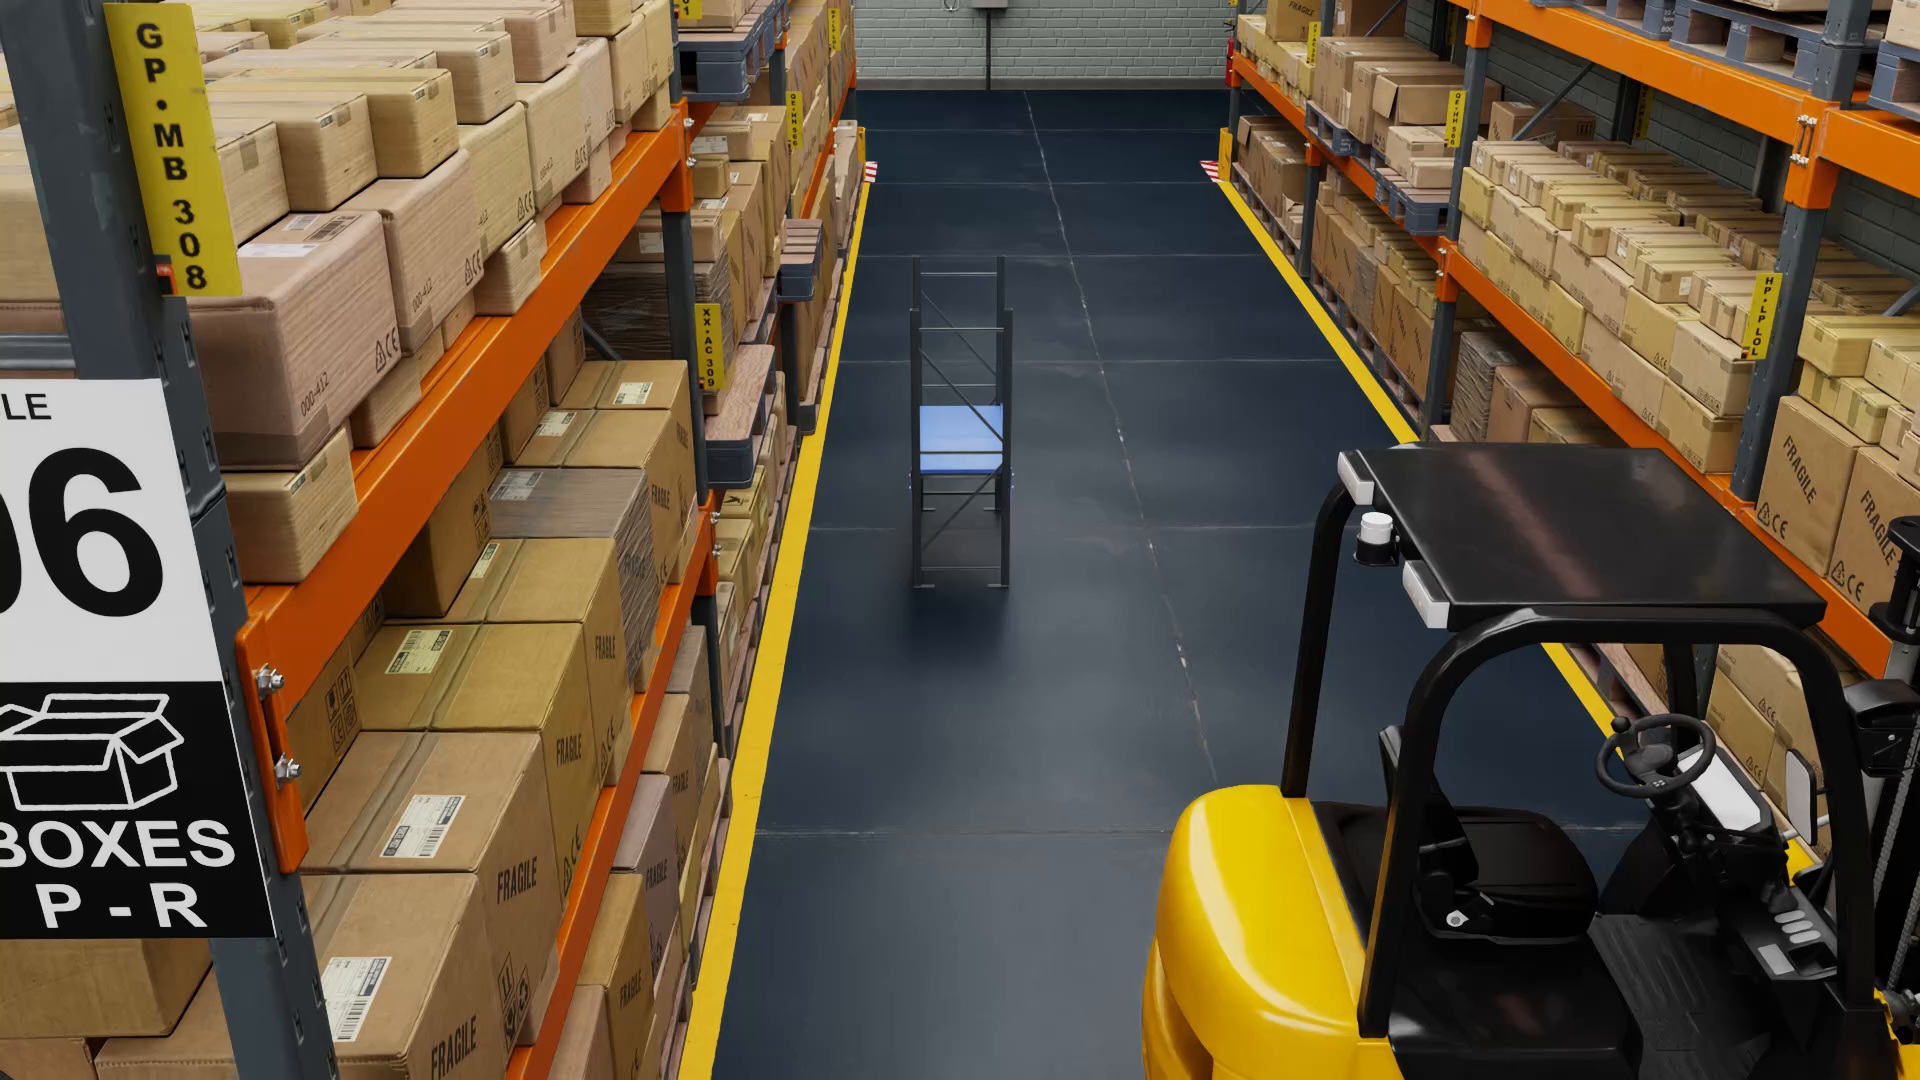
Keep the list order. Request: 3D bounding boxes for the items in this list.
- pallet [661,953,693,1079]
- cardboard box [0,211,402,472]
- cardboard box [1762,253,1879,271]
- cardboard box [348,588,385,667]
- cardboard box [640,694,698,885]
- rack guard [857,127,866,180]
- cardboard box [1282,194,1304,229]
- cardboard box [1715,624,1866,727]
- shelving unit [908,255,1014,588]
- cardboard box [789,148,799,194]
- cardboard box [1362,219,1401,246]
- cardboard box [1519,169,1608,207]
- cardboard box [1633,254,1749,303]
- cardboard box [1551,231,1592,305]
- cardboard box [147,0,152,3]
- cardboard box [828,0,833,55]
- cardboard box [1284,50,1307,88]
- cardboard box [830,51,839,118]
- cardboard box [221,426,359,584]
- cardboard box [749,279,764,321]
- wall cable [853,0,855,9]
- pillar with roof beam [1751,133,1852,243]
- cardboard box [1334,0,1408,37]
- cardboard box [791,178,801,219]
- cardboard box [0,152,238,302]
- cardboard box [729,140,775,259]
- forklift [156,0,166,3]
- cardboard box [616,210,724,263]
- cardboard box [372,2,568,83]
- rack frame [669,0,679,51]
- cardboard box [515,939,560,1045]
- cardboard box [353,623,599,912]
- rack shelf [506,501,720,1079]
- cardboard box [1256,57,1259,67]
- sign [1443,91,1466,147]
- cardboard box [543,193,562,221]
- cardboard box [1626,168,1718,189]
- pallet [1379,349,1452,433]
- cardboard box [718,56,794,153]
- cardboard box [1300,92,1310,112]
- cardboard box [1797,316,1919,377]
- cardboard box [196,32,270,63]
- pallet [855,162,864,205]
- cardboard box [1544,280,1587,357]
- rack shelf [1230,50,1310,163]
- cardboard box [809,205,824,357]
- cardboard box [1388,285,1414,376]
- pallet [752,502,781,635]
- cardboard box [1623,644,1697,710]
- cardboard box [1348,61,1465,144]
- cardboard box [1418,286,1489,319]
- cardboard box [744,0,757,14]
[{"bbox_3d":[-1.410,1.738,5.150,1.003,0.211,1.213,0,24,-1],"label":"pallet"},{"bbox_3d":[-1.165,-0.307,2.469,0.500,0.250,0.500,-1,24,-2],"label":"cardboard box"},{"bbox_3d":[3.729,-1.142,7.227,0.380,0.149,0.250,0,24,-1],"label":"cardboard box"},{"bbox_3d":[-1.756,0.071,3.757,0.700,0.500,0.500,-1,24,-1],"label":"cardboard box"},{"bbox_3d":[-1.187,0.859,5.627,0.500,0.500,0.500,0,24,0],"label":"cardboard box"},{"bbox_3d":[-1.600,-4.128,17.772,1.175,0.500,0.348,0,24,-1],"label":"rack guard"},{"bbox_3d":[3.103,-2.954,14.950,0.396,0.266,0.258,1,24,1],"label":"cardboard box"},{"bbox_3d":[3.186,0.470,6.184,0.500,0.250,0.500,-1,24,-1],"label":"cardboard box"},{"bbox_3d":[0.001,-0.648,8.863,0.538,1.500,1.048,0,24,-1],"label":"shelving unit"},{"bbox_3d":[-1.271,-2.330,10.338,0.500,0.250,0.500,0,24,-1],"label":"cardboard box"},{"bbox_3d":[3.222,-2.294,12.419,0.380,0.149,0.250,1,24,1],"label":"cardboard box"},{"bbox_3d":[3.208,-1.870,8.836,0.380,0.149,0.250,0,24,0],"label":"cardboard box"},{"bbox_3d":[3.162,-1.133,7.206,0.380,0.149,0.250,-1,24,-2],"label":"cardboard box"},{"bbox_3d":[3.234,-1.328,8.121,0.500,0.250,0.500,0,24,0],"label":"cardboard box"},{"bbox_3d":[-6.266,-4.369,13.574,0.500,0.500,0.500,0,24,1],"label":"cardboard box"},{"bbox_3d":[-1.320,-4.308,13.800,0.500,0.500,0.500,0,24,0],"label":"cardboard box"},{"bbox_3d":[3.137,-4.115,14.530,0.500,0.250,0.500,0,24,0],"label":"cardboard box"},{"bbox_3d":[-1.300,-3.849,14.000,0.500,0.500,0.500,1,24,1],"label":"cardboard box"},{"bbox_3d":[-1.105,-0.055,2.396,0.380,0.149,0.250,0,24,-1],"label":"cardboard box"},{"bbox_3d":[-1.146,-1.156,7.961,0.380,0.149,0.250,1,24,1],"label":"cardboard box"},{"bbox_3d":[-1.685,-8.058,22.156,0.585,1.953,0.123,0,24,-1],"label":"wall cable"},{"bbox_3d":[0.061,-4.166,7.541,9.100,9.000,0.400,0,24,-1],"label":"pillar with roof beam"},{"bbox_3d":[3.657,-4.657,14.817,0.500,0.500,0.500,-1,24,-2],"label":"cardboard box"},{"bbox_3d":[-1.267,-2.095,10.425,0.500,0.250,0.500,-1,24,-1],"label":"cardboard box"},{"bbox_3d":[-1.226,-0.427,2.252,0.380,0.149,0.250,0,24,-1],"label":"cardboard box"},{"bbox_3d":[-1.207,-1.726,8.435,0.500,0.500,0.500,-2,24,-4],"label":"cardboard box"},{"bbox_3d":[-3.866,-0.982,7.864,3.031,2.935,1.130,-11,26,-22],"label":"forklift"},{"bbox_3d":[-1.121,-1.176,6.431,0.380,0.149,0.250,0,24,-1],"label":"cardboard box"},{"bbox_3d":[-1.135,-1.160,3.873,0.380,0.149,0.250,0,24,0],"label":"cardboard box"},{"bbox_3d":[-1.469,-3.046,5.065,1.000,3.000,0.127,0,24,-1],"label":"rack frame"},{"bbox_3d":[-1.118,0.991,3.724,0.380,0.149,0.250,0,24,0],"label":"cardboard box"},{"bbox_3d":[-1.169,0.535,3.946,0.500,0.500,0.500,-1,24,-2],"label":"cardboard box"},{"bbox_3d":[-1.447,0.839,4.628,1.077,0.370,4.000,0,24,-1],"label":"rack shelf"},{"bbox_3d":[3.121,-4.713,16.336,0.380,0.149,0.250,0,24,1],"label":"cardboard box"},{"bbox_3d":[2.908,-2.470,9.762,0.100,0.325,0.005,0,24,-1],"label":"sign"},{"bbox_3d":[-1.246,-0.905,4.276,0.380,0.149,0.250,0,24,1],"label":"cardboard box"},{"bbox_3d":[3.785,-1.878,8.853,0.380,0.149,0.250,-1,24,-2],"label":"cardboard box"},{"bbox_3d":[3.480,-1.022,11.254,1.003,0.211,1.213,0,24,-1],"label":"pallet"},{"bbox_3d":[-1.274,-2.666,10.171,0.500,0.500,0.500,-1,24,-2],"label":"cardboard box"},{"bbox_3d":[3.126,-3.756,14.220,0.380,0.149,0.250,0,24,1],"label":"cardboard box"},{"bbox_3d":[3.201,-0.681,5.845,0.380,0.149,0.250,0,24,1],"label":"cardboard box"},{"bbox_3d":[-1.633,-0.943,3.392,0.380,0.149,0.250,-1,24,-2],"label":"cardboard box"},{"bbox_3d":[-1.513,-3.658,17.081,1.003,0.211,1.213,0,24,-1],"label":"pallet"},{"bbox_3d":[3.228,-1.099,8.223,0.500,0.250,0.500,1,24,1],"label":"cardboard box"},{"bbox_3d":[3.385,-4.129,15.613,1.077,0.370,4.000,0,24,-1],"label":"rack shelf"},{"bbox_3d":[-1.443,-1.837,11.740,0.875,0.875,0.875,0,24,0],"label":"cardboard box"},{"bbox_3d":[3.236,-1.417,11.266,0.500,0.500,0.500,-1,24,-1],"label":"cardboard box"},{"bbox_3d":[-1.495,0.133,8.700,1.003,0.211,1.213,0,24,-1],"label":"pallet"},{"bbox_3d":[3.477,0.339,7.232,0.875,0.625,0.625,1,24,2],"label":"cardboard box"},{"bbox_3d":[3.203,-3.133,11.906,0.700,0.500,0.500,0,24,-1],"label":"cardboard box"},{"bbox_3d":[3.192,-1.535,10.741,0.380,0.149,0.250,-1,24,-3],"label":"cardboard box"},{"bbox_3d":[-1.081,-2.254,6.626,0.500,0.250,0.500,-1,24,-1],"label":"cardboard box"}]
